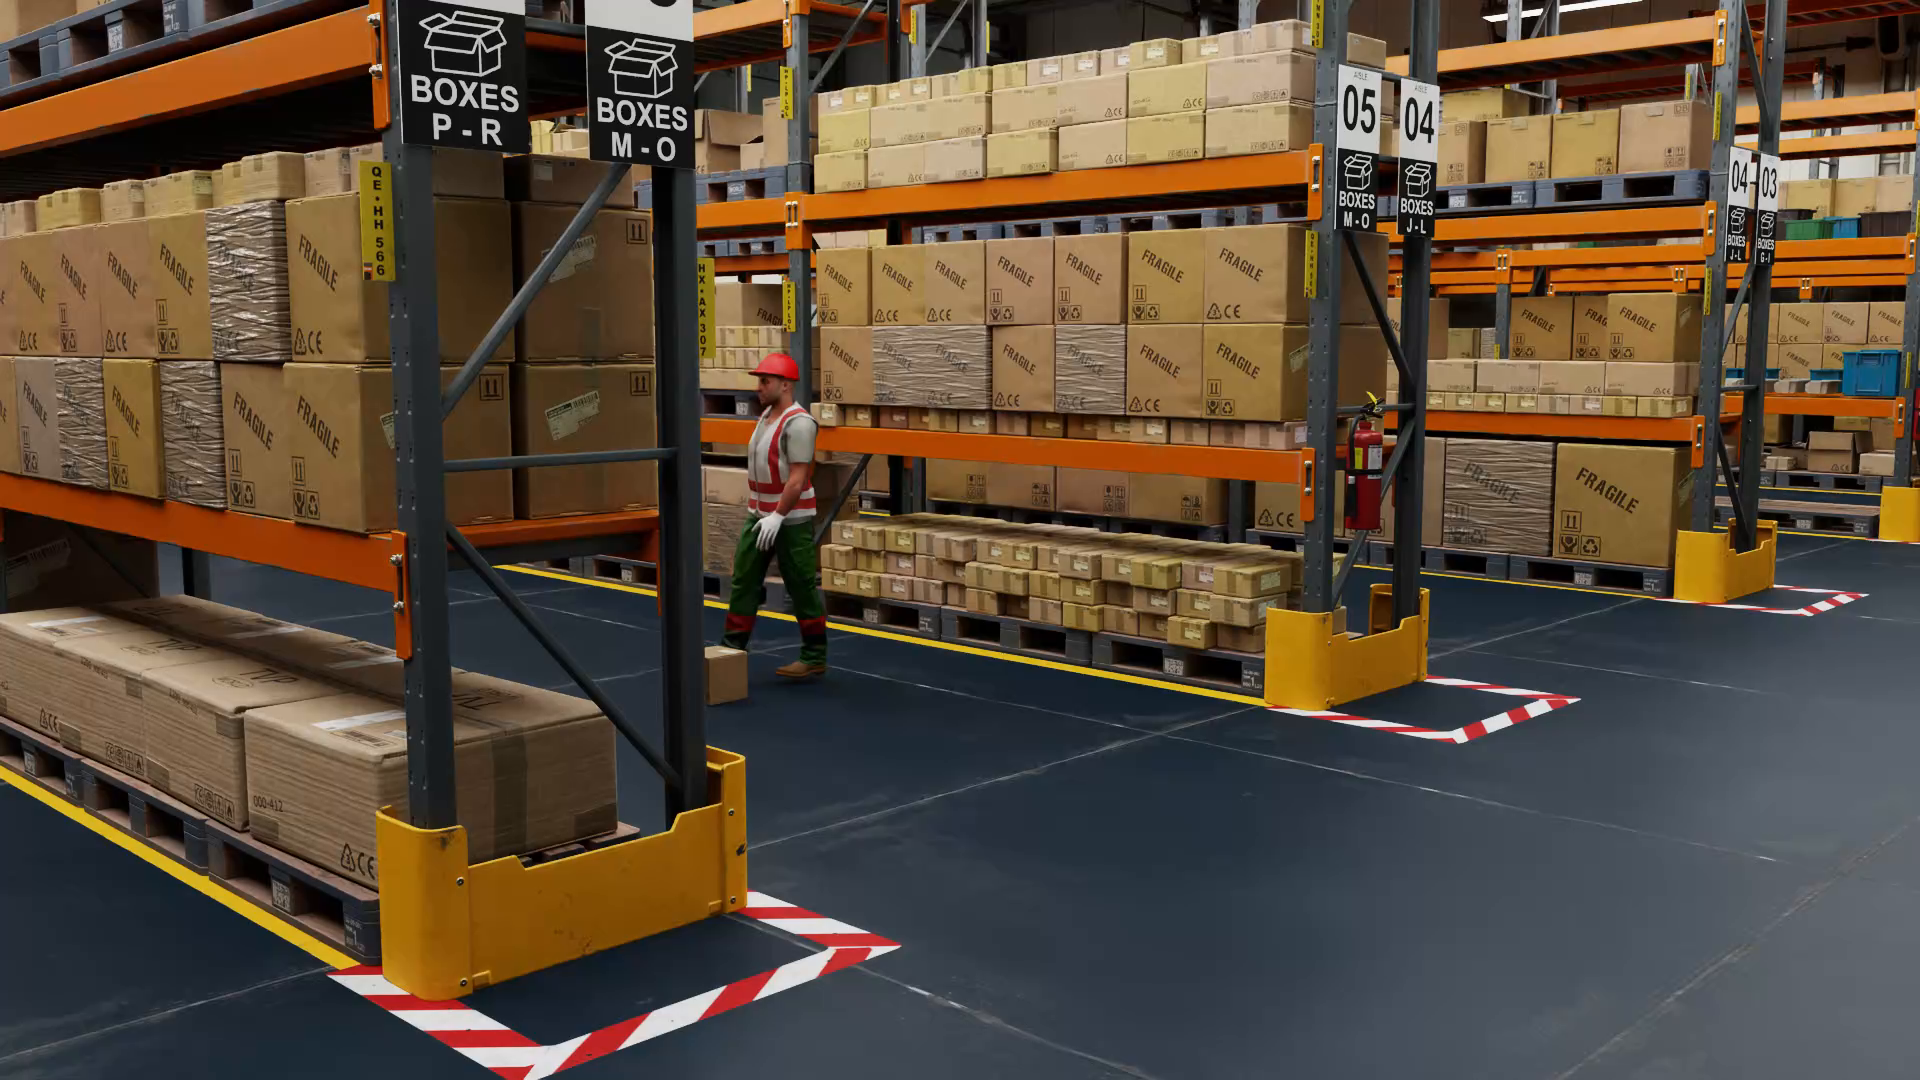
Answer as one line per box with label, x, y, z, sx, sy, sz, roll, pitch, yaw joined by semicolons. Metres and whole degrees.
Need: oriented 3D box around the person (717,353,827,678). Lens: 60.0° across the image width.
person;-1.050;-0.107;8.874;0.795;1.768;0.587;-6;9;-39
